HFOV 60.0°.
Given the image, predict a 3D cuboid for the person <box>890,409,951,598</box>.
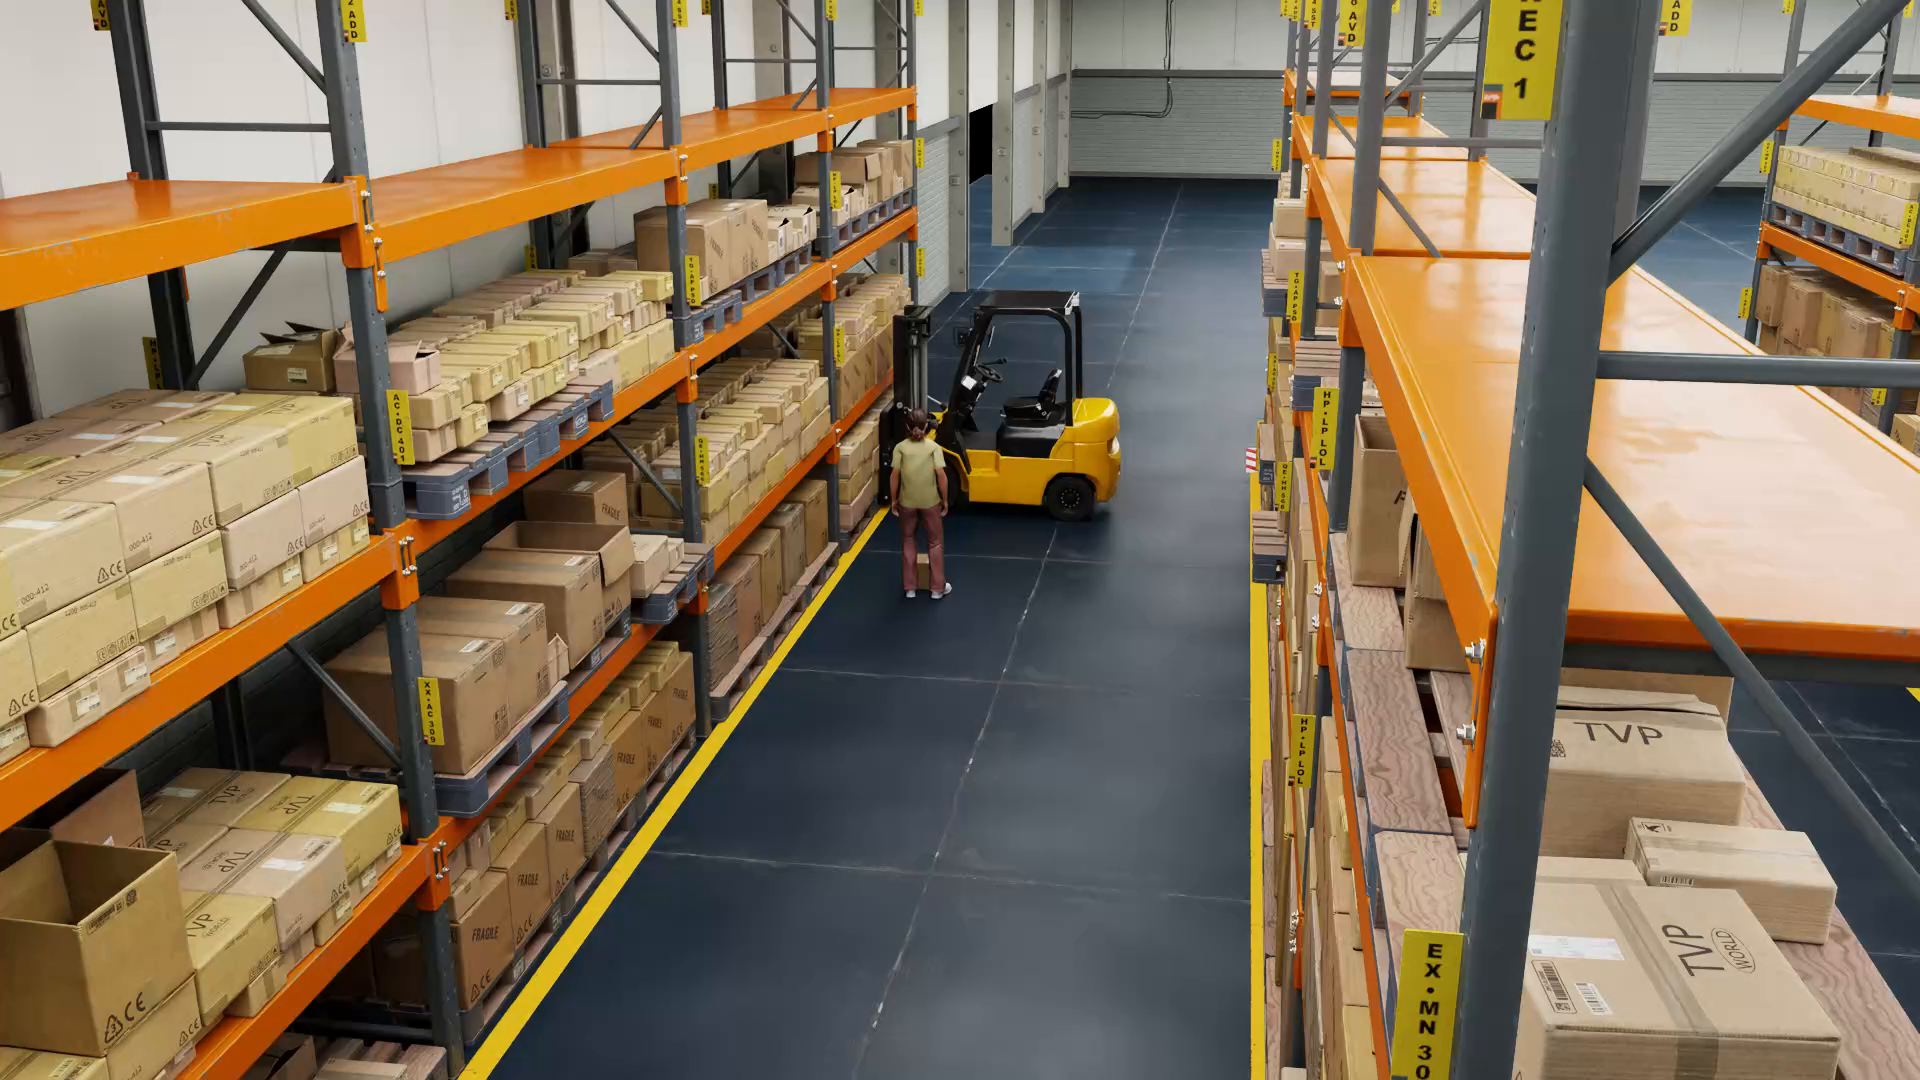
[{"bbox_3d":[-0.345,-0.315,14.474,0.517,1.671,0.363,2,18,5],"label":"person"}]
